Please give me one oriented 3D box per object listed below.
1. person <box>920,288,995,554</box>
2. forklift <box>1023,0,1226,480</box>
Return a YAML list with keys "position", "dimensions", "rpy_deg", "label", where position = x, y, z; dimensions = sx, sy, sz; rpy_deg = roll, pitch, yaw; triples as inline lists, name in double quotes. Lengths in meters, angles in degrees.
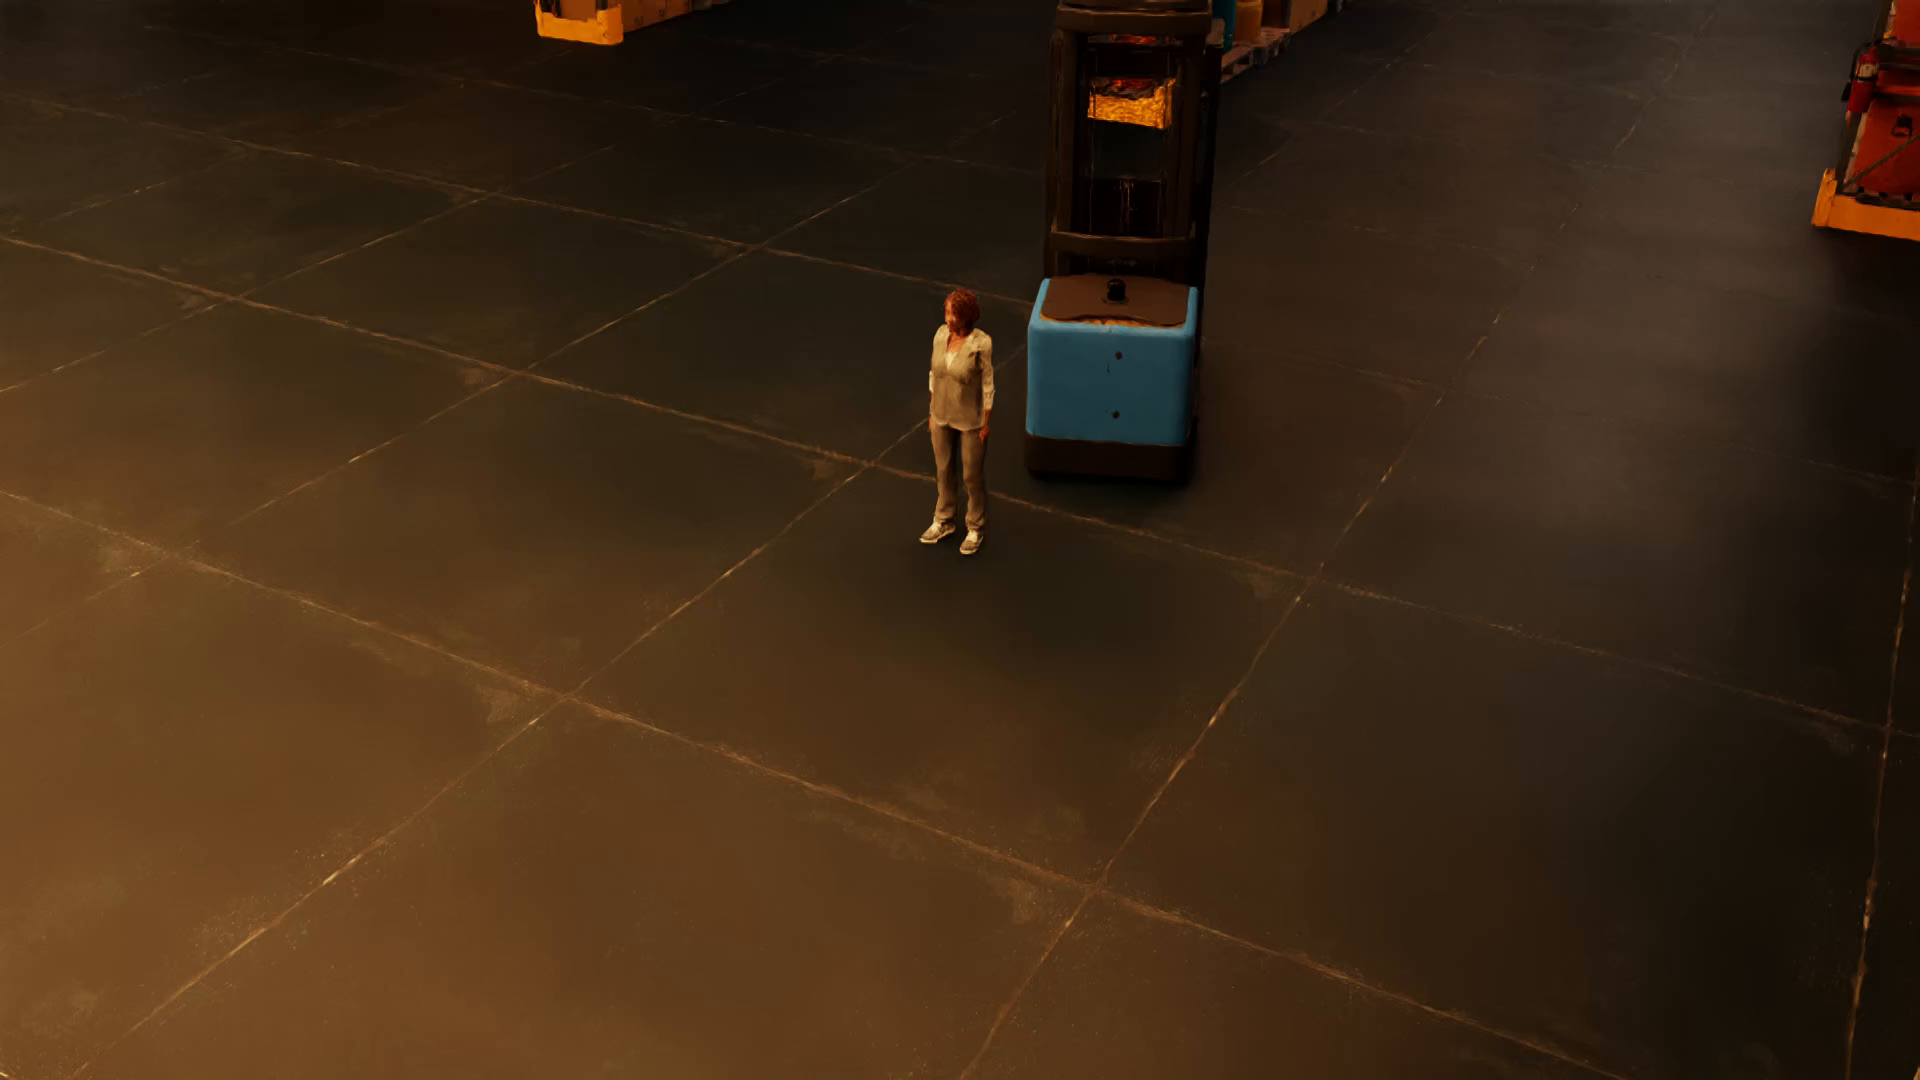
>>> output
- position: [-0.004, -0.689, 9.596]
  dimensions: [0.405, 1.604, 0.310]
  rpy_deg: [15, 33, 25]
  label: "person"
- position: [1.146, -2.366, 11.171]
  dimensions: [1.130, 2.935, 3.031]
  rpy_deg: [4, 30, 8]
  label: "forklift"
